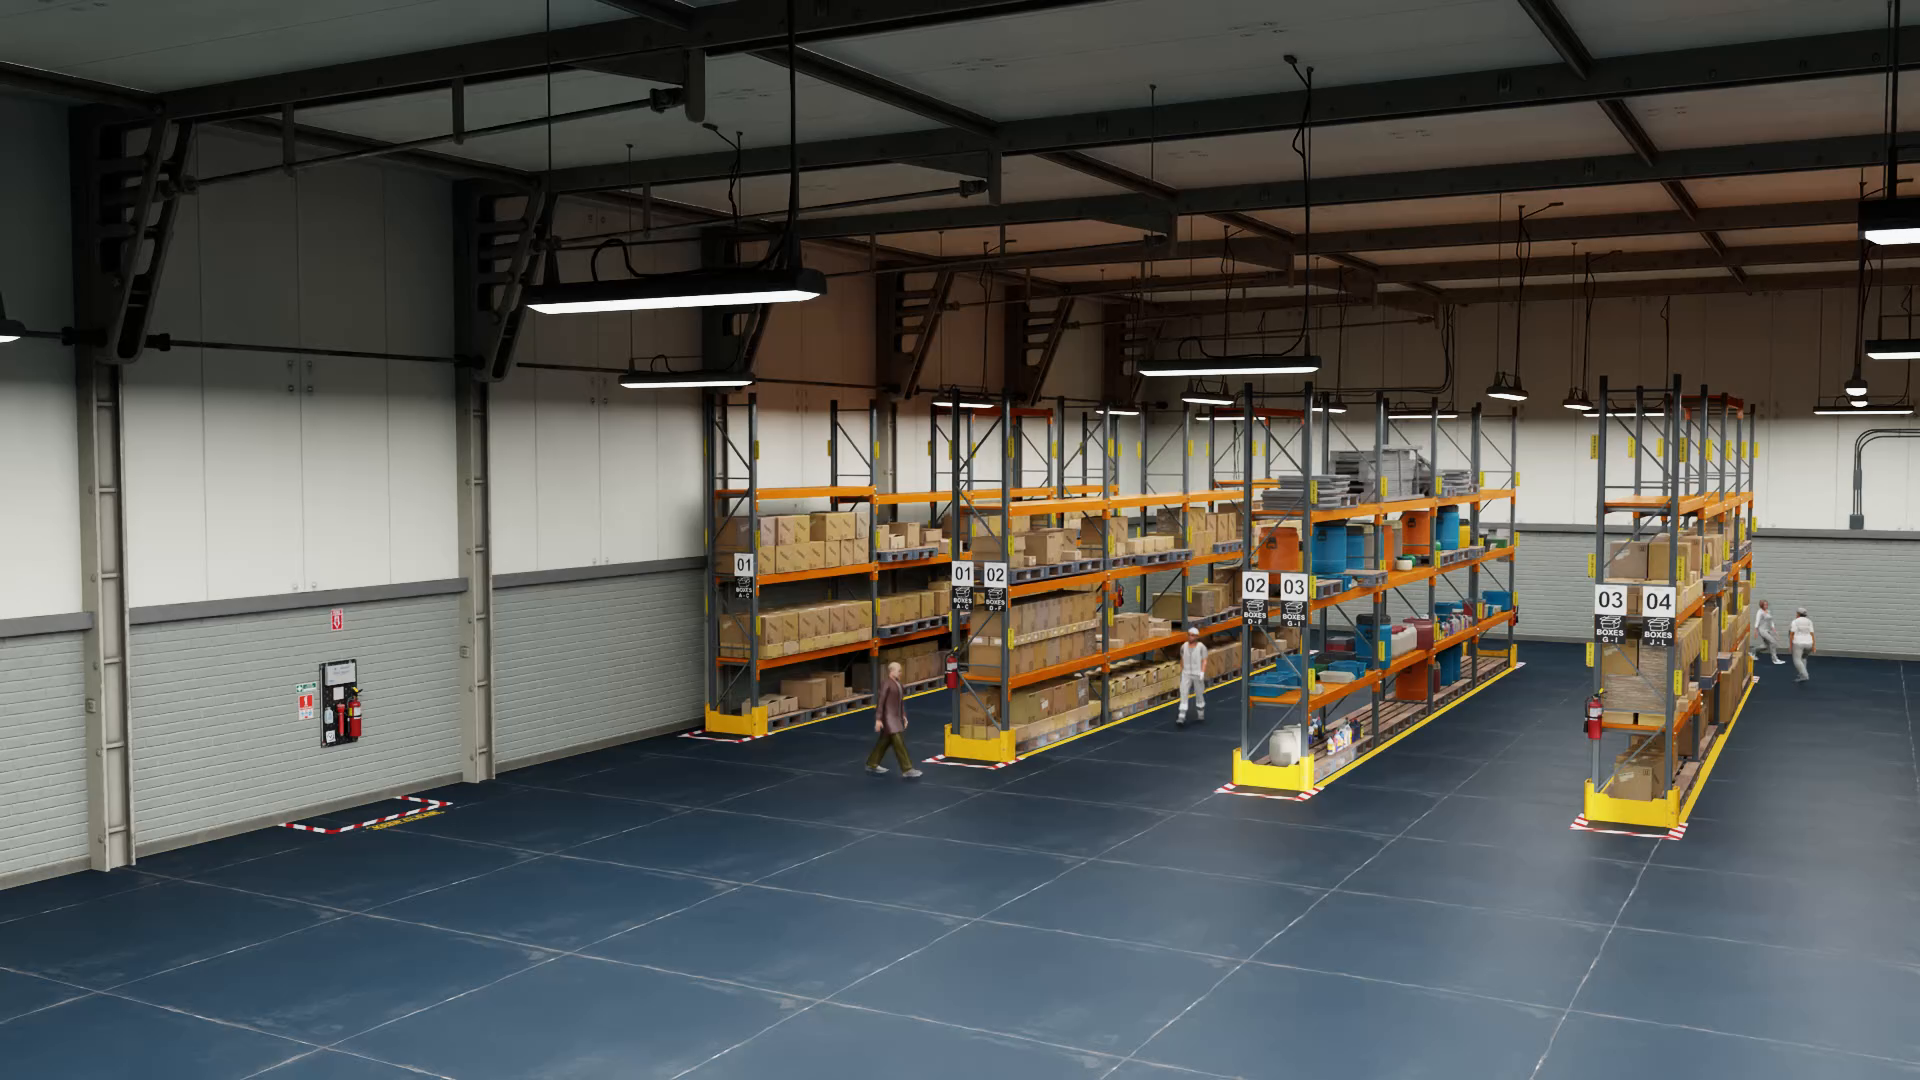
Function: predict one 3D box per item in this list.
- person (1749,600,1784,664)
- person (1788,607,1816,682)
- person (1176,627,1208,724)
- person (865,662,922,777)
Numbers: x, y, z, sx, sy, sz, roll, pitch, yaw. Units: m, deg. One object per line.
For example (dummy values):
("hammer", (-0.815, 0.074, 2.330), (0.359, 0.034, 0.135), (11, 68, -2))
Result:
("person", (18.939, 2.137, 39.096), (0.406, 1.483, 0.912), (-2, 4, -33))
("person", (18.147, 2.254, 35.804), (0.547, 1.584, 0.942), (0, 3, 2))
("person", (4.234, 2.468, 30.336), (0.554, 1.735, 1.026), (1, 3, 24))
("person", (-0.996, 2.738, 25.484), (1.042, 1.724, 0.620), (1, 3, 16))
